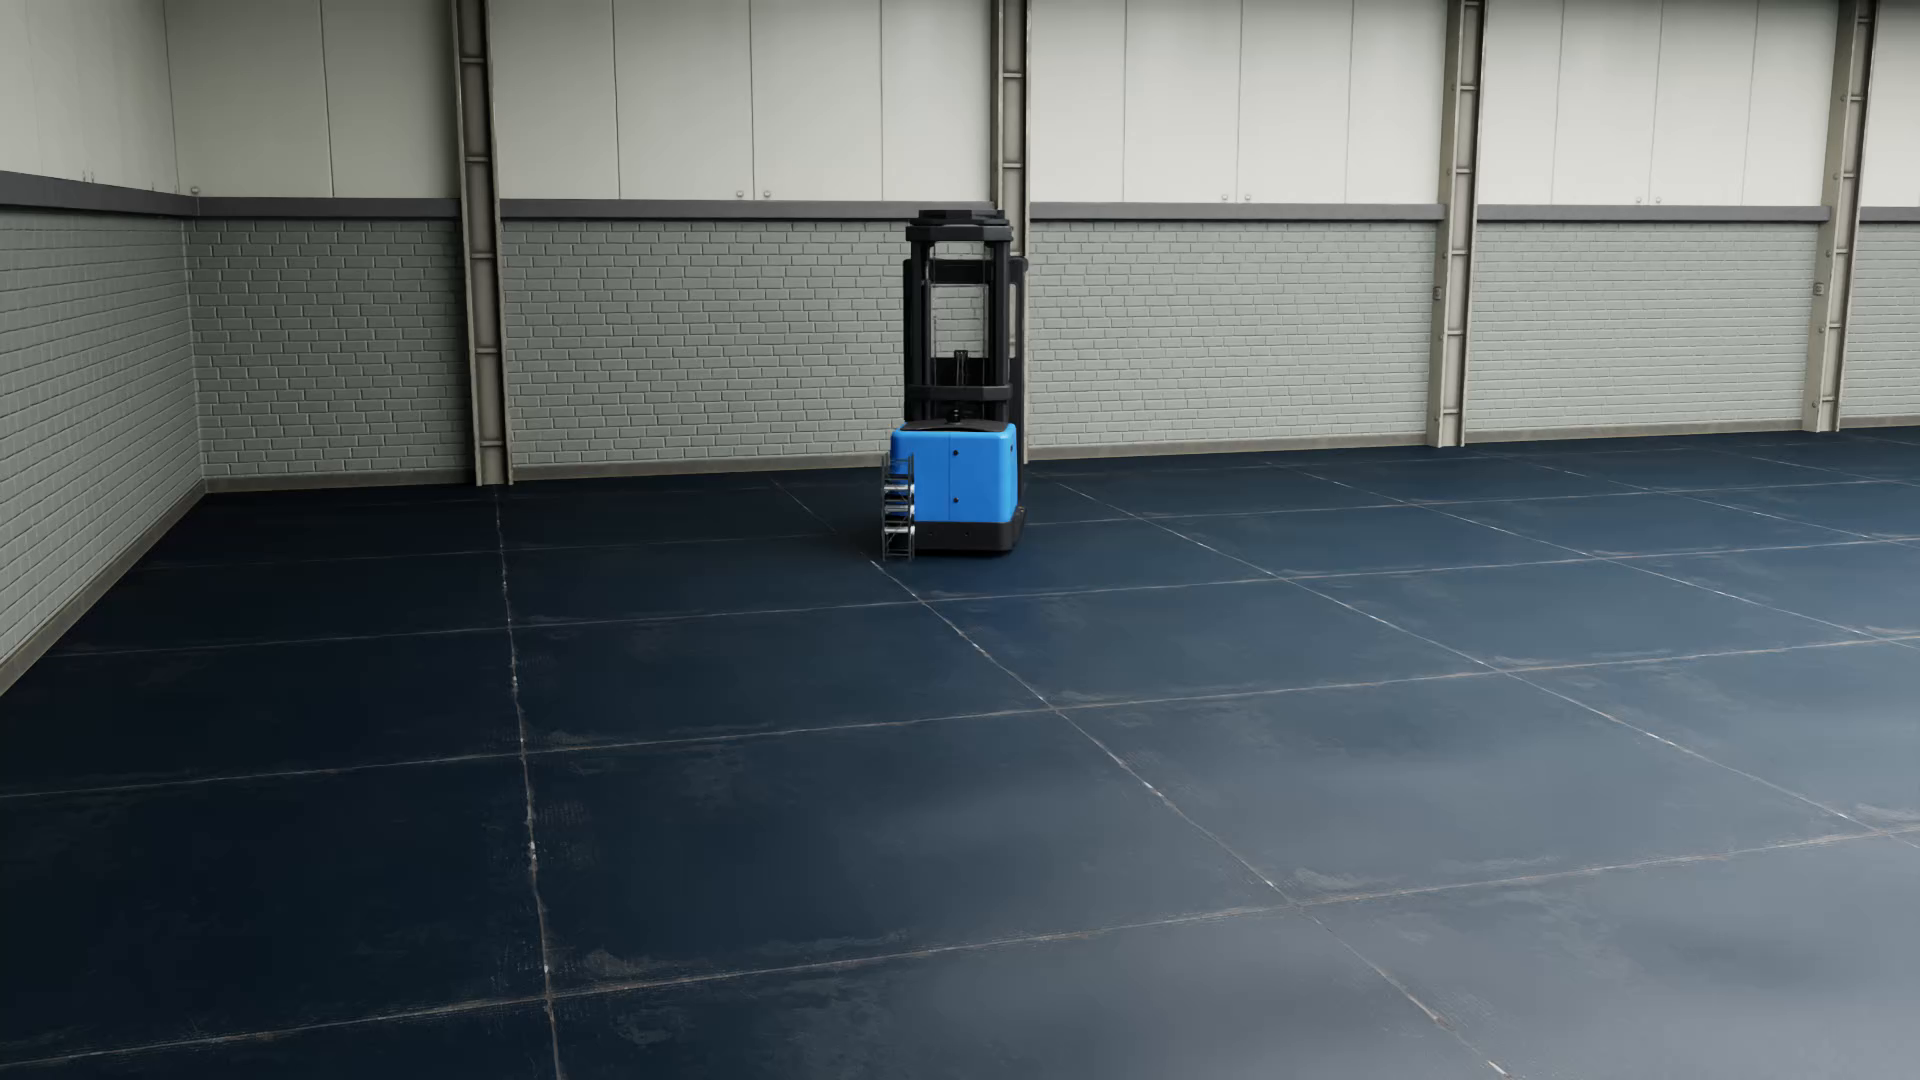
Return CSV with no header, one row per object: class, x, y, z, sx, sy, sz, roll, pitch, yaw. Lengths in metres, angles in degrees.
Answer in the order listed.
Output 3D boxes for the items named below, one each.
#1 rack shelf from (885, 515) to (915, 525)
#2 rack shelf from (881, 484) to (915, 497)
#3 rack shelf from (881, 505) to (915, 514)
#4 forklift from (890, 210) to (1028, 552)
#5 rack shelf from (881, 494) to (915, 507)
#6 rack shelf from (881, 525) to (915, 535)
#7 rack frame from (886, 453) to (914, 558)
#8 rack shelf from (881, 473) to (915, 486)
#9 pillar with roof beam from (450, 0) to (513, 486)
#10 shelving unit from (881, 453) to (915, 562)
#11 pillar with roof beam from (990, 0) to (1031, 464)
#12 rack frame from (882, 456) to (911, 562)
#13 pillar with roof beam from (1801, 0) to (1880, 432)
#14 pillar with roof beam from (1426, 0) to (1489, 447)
rack shelf,-0.523,-0.155,14.085,0.258,0.077,0.200,1,10,7
rack shelf,-0.523,-0.421,14.036,0.258,0.077,0.200,1,10,7
rack shelf,-0.523,-0.244,14.069,0.258,0.077,0.200,1,10,7
forklift,0.054,-1.561,15.430,1.130,2.935,3.031,1,10,5
rack shelf,-0.523,-0.332,14.053,0.258,0.077,0.200,1,10,7
rack shelf,-0.523,-0.067,14.102,0.258,0.077,0.200,1,10,7
rack frame,-0.511,-0.295,14.162,0.240,0.900,0.006,1,10,7
rack shelf,-0.523,-0.509,14.020,0.258,0.077,0.200,1,10,7
pillar with roof beam,-3.970,-4.309,13.601,0.400,9.000,9.100,-3,11,-16
shelving unit,-0.523,-0.276,14.063,0.258,0.900,0.210,1,10,7
pillar with roof beam,1.791,-4.613,15.250,0.400,9.000,9.100,-3,11,-16
rack frame,-0.535,-0.258,13.964,0.240,0.900,0.006,1,10,7
pillar with roof beam,13.313,-5.220,18.548,0.400,9.000,9.100,-3,11,-16
pillar with roof beam,7.552,-4.917,16.899,0.400,9.000,9.100,-3,11,-16
